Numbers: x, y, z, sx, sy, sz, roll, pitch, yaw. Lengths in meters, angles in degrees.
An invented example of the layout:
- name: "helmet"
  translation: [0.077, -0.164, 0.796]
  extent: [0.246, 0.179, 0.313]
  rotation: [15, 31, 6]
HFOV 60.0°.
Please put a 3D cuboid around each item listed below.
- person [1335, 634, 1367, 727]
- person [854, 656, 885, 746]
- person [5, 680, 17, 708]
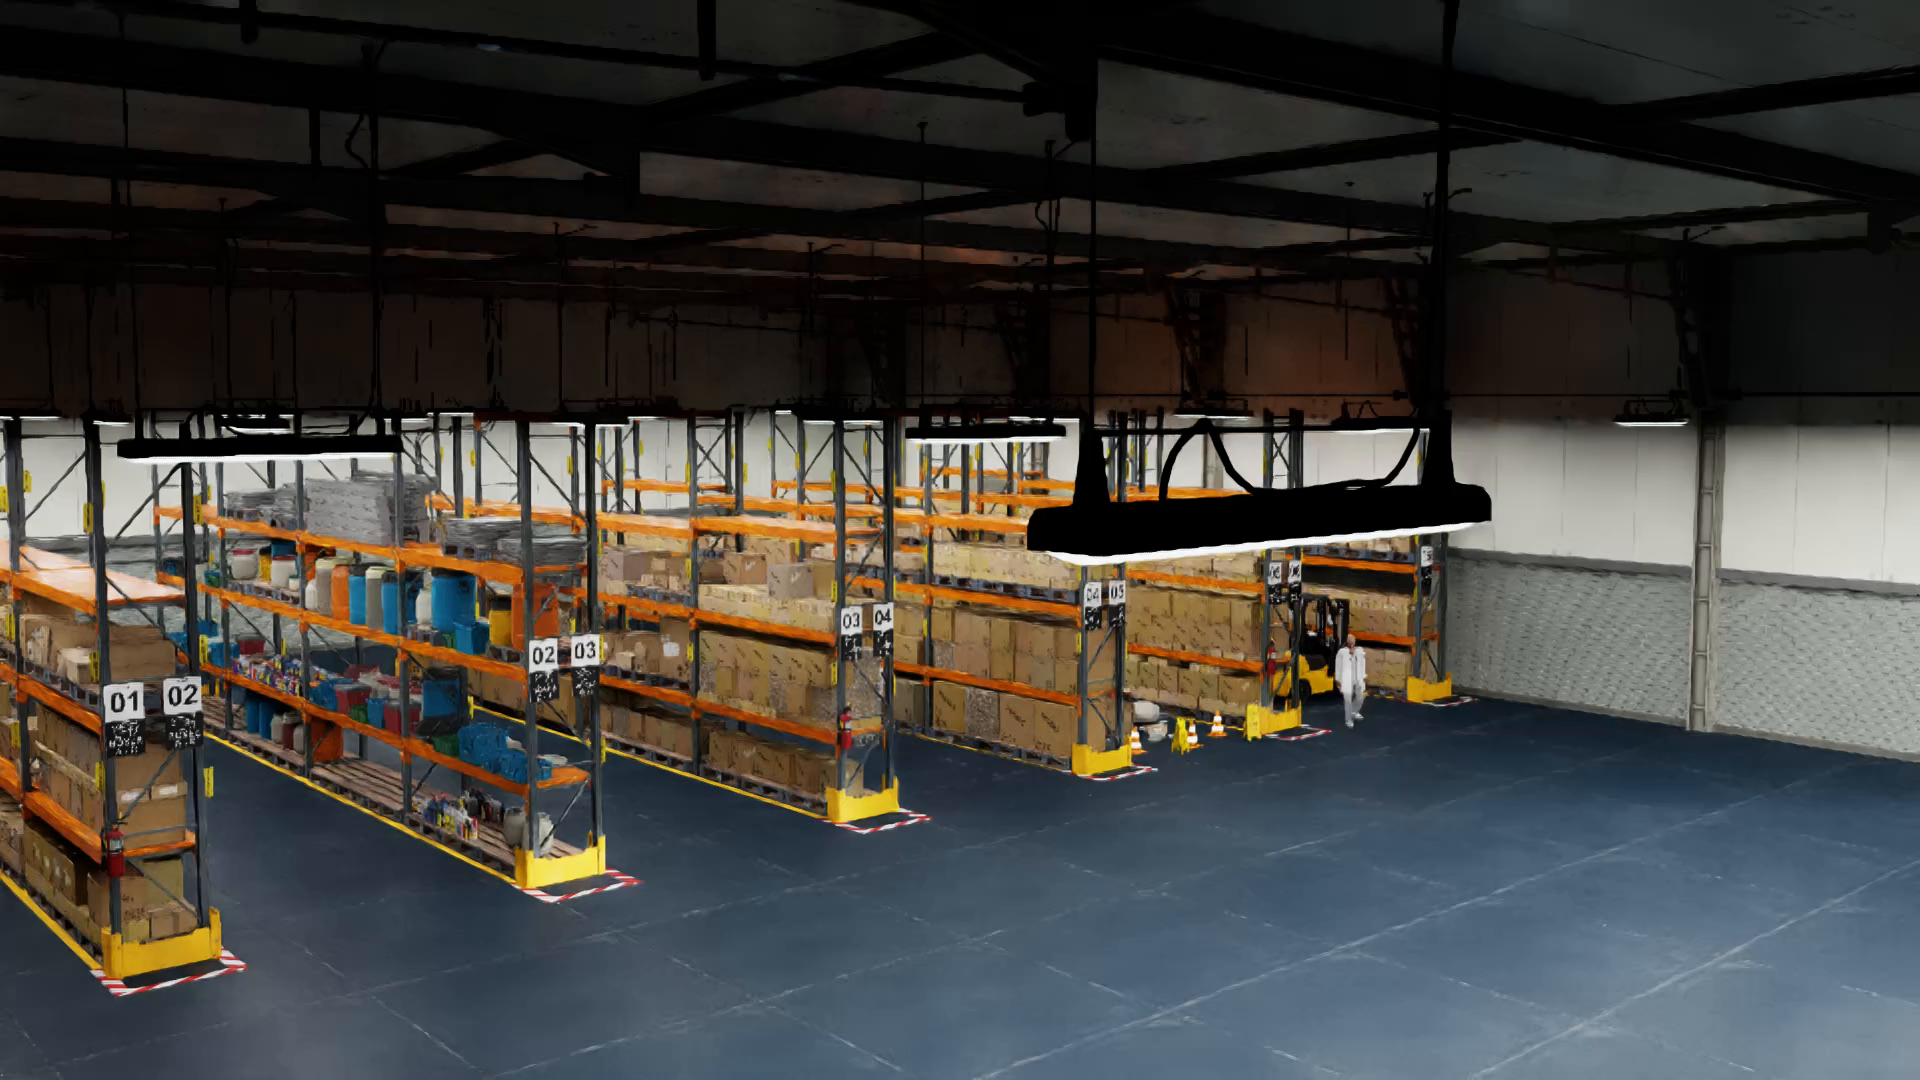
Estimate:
- name: "person"
  translation: [7.465, 2.660, 31.796]
  extent: [0.618, 1.773, 0.572]
  rotation: [0, 5, -6]
- name: "person"
  translation: [-1.602, 2.855, 29.940]
  extent: [0.682, 1.711, 0.542]
  rotation: [-5, 7, -43]
- name: "person"
  translation: [-17.509, 2.839, 30.601]
  extent: [0.639, 1.632, 0.512]
  rotation: [-5, 7, -43]
